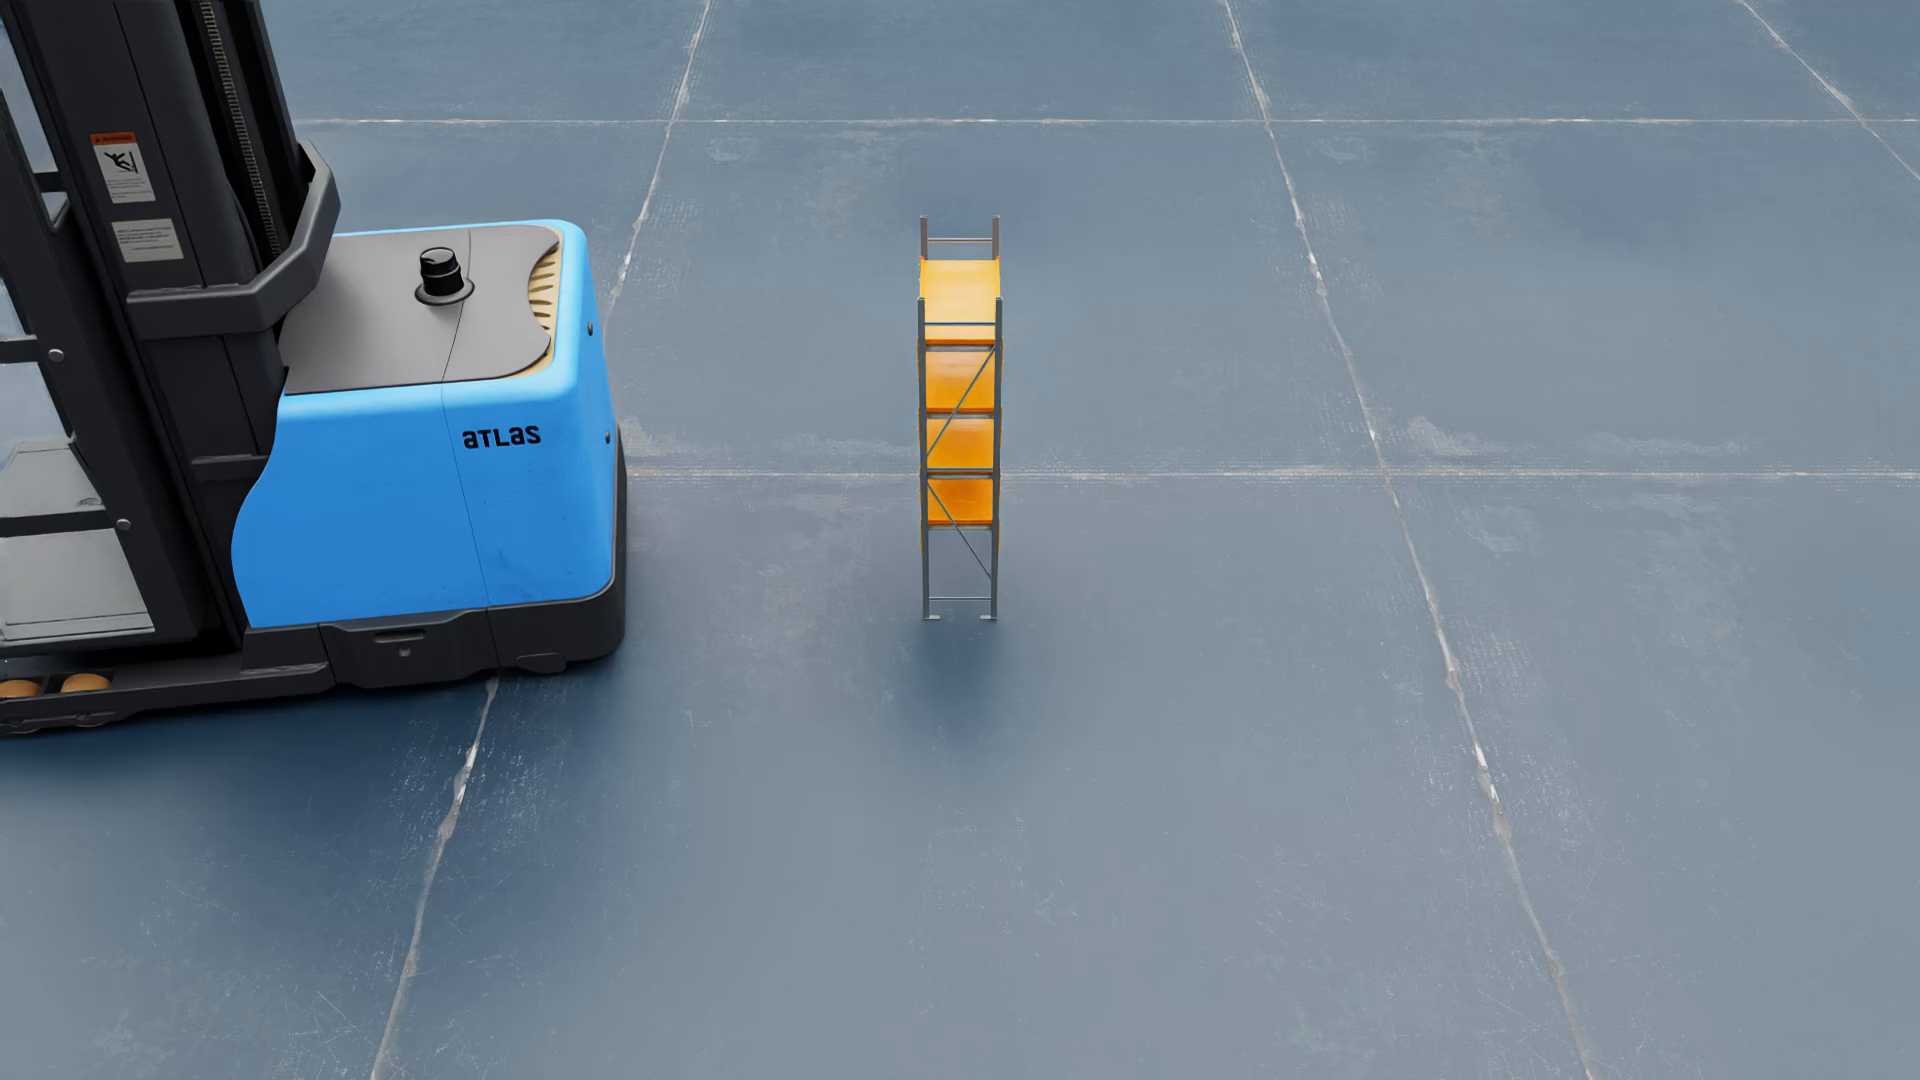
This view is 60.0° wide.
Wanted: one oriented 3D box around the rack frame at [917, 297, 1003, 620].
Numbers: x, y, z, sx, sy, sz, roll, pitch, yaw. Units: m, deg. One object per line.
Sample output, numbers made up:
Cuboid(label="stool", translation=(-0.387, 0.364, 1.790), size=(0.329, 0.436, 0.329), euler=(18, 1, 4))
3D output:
Cuboid(label="rack frame", translation=(0.000, -0.212, 5.055), size=(0.240, 1.200, 0.015), euler=(0, 39, 0))

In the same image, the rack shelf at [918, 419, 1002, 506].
Cuboid(label="rack shelf", translation=(0.000, -0.312, 5.288), size=(0.258, 0.148, 0.480), euler=(0, 39, 0))

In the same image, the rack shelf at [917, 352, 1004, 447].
Cuboid(label="rack shelf", translation=(0.000, -0.487, 5.148), size=(0.258, 0.148, 0.480), euler=(0, 39, 0))

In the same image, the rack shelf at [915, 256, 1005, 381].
Cuboid(label="rack shelf", translation=(0.000, -0.671, 5.000), size=(0.258, 0.148, 0.480), euler=(0, 39, 0))

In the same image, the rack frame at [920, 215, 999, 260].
Cuboid(label="rack frame", translation=(0.000, -0.517, 5.436), size=(0.240, 1.200, 0.015), euler=(0, 39, 0))

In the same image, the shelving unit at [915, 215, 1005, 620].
Cuboid(label="shelving unit", translation=(0.000, -0.365, 5.246), size=(0.258, 1.200, 0.503), euler=(0, 39, 0))

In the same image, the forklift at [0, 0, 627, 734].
Cuboid(label="forklift", translation=(-2.621, -0.913, 4.546), size=(3.031, 2.935, 1.130), euler=(-5, 39, -7))

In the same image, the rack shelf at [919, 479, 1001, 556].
Cuboid(label="rack shelf", translation=(0.000, -0.157, 5.412), size=(0.258, 0.148, 0.480), euler=(0, 39, 0))
